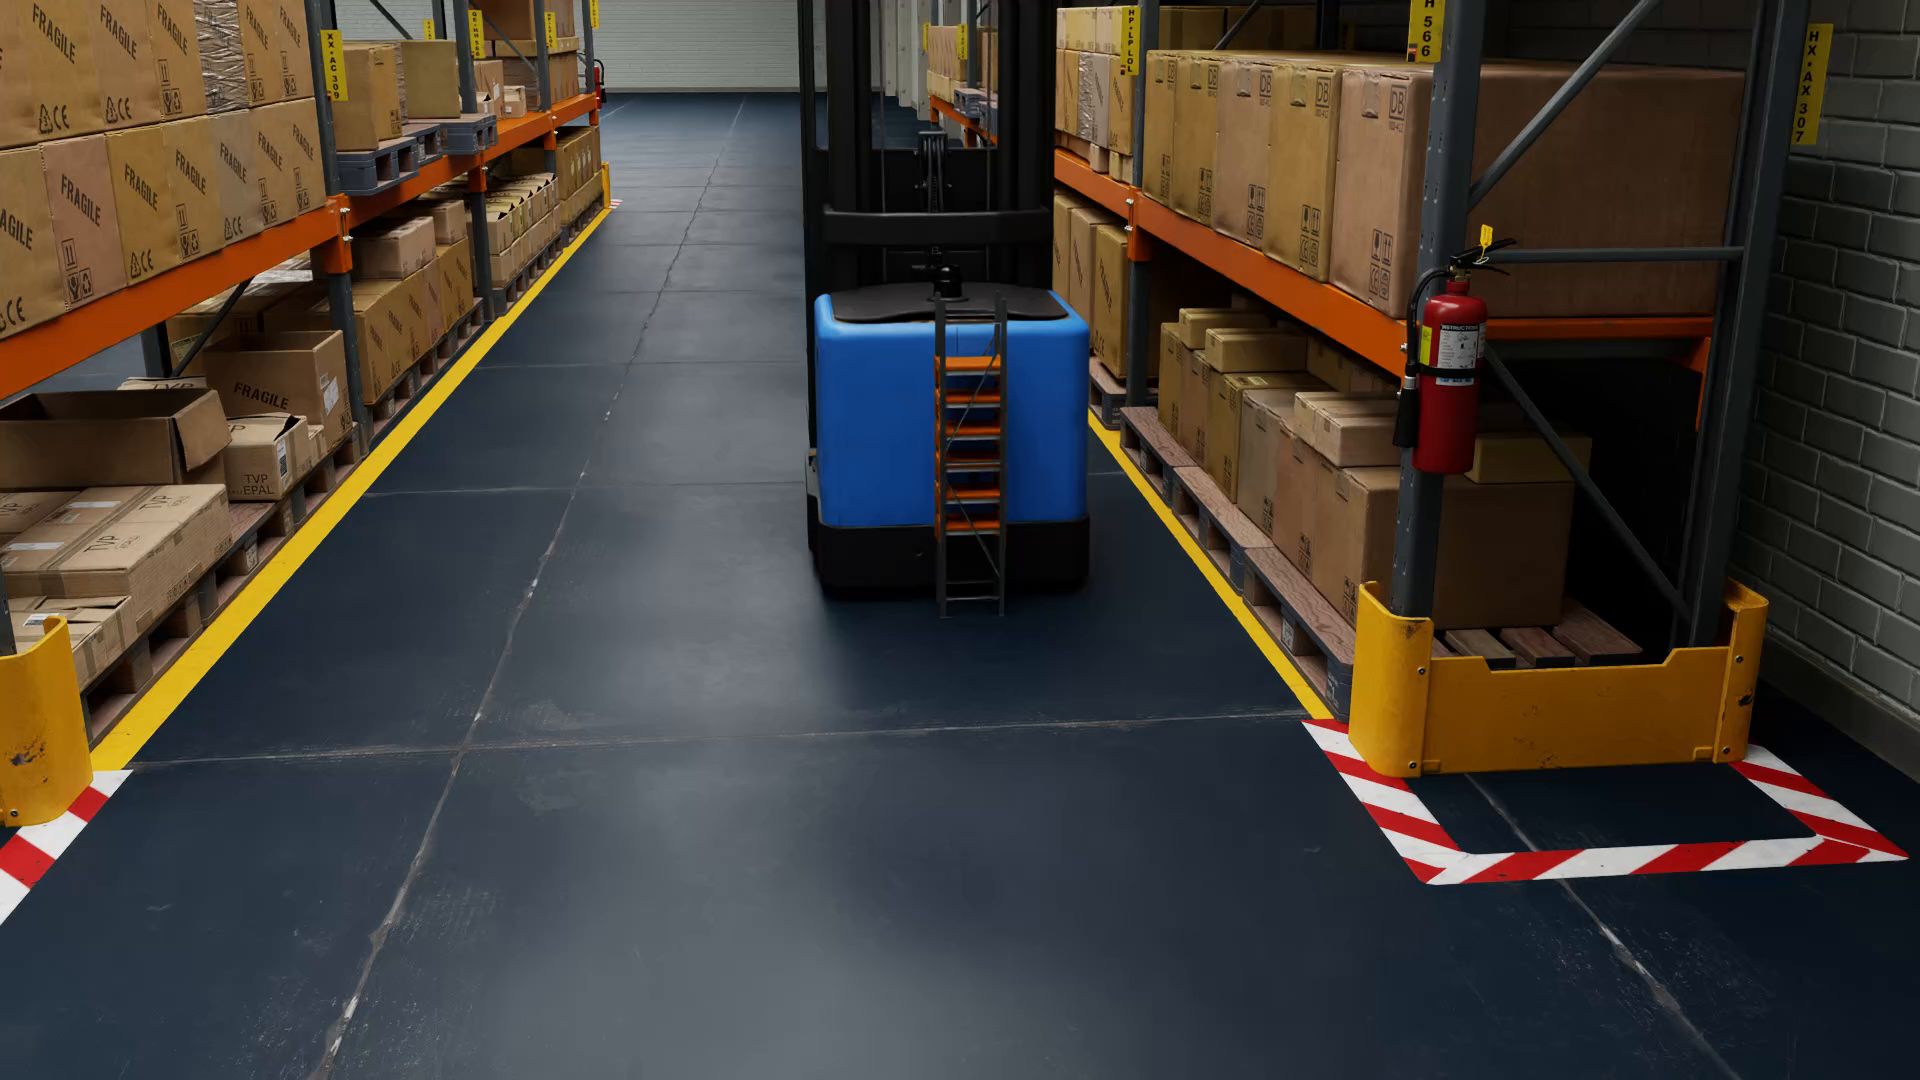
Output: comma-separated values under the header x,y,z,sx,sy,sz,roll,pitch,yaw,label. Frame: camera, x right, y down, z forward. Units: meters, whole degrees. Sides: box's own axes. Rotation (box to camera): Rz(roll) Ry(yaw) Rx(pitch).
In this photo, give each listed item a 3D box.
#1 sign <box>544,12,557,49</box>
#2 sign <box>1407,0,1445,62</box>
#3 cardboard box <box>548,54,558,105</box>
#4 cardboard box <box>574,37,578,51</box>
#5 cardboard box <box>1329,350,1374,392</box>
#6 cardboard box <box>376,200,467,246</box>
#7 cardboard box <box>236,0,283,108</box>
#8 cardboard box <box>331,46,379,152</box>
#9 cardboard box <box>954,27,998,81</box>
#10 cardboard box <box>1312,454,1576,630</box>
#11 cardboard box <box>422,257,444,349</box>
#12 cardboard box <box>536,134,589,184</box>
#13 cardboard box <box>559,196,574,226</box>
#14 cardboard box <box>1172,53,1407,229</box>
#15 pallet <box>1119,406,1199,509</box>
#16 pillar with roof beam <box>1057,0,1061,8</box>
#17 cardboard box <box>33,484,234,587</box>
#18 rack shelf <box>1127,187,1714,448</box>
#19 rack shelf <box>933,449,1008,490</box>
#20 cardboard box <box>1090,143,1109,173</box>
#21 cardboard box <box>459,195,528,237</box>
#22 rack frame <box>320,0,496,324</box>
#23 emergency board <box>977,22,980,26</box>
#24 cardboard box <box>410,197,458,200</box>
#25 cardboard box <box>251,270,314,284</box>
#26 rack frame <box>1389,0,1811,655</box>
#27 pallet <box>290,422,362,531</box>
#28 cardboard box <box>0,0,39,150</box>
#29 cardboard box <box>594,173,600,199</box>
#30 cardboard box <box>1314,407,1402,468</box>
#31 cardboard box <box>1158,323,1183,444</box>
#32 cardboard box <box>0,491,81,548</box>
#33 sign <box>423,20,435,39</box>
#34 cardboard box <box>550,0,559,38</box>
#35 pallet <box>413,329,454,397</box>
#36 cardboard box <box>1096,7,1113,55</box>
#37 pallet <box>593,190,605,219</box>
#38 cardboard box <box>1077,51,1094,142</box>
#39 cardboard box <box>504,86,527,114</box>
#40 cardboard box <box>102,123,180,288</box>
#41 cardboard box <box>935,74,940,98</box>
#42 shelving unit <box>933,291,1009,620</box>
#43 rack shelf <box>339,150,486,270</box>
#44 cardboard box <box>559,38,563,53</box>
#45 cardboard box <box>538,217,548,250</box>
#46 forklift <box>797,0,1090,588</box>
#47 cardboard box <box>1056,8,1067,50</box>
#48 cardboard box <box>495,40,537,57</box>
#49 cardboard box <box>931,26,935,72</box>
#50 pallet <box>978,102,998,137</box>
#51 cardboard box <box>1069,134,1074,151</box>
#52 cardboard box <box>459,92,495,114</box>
x,y,z,sx,sy,sz,roll,pitch,yaw,label
-3.822,-4.755,15.516,0.100,0.325,0.005,-2,18,-6,sign
1.263,-1.453,4.469,0.100,0.325,0.005,-2,18,-6,sign
-4.522,-4.707,16.997,0.700,0.500,0.500,-2,17,-5,cardboard box
-4.516,-5.584,18.706,0.380,0.149,0.250,-1,17,-4,cardboard box
1.711,-0.669,6.691,0.380,0.149,0.250,-2,18,-5,cardboard box
-3.608,-2.116,11.097,0.500,0.250,0.500,-1,17,-4,cardboard box
-3.171,-2.067,6.918,0.500,0.500,0.500,-2,18,-7,cardboard box
-3.362,-2.234,8.416,0.700,0.500,0.500,-8,19,-24,cardboard box
0.210,-4.802,16.431,0.500,0.500,0.500,-2,18,-6,cardboard box
1.632,-0.013,5.684,0.700,0.500,0.500,-2,18,-6,cardboard box
-3.505,-1.465,10.274,0.500,0.500,0.500,-2,18,-8,cardboard box
-4.254,-4.062,17.745,0.500,0.500,0.500,-2,18,-6,cardboard box
-4.107,-3.257,16.434,0.500,0.250,0.500,-2,18,-6,cardboard box
1.501,-1.755,7.259,0.980,0.700,0.700,-2,18,-7,cardboard box
1.392,-0.432,8.202,1.003,0.211,1.213,-2,18,-6,pallet
-3.196,-8.114,18.000,9.100,9.000,0.400,-2,18,-6,pillar with roof beam
-3.000,-0.013,6.066,0.500,0.250,0.500,-2,18,-6,cardboard box
1.597,-1.053,6.723,1.077,0.370,4.000,-2,18,-6,rack shelf
0.038,-0.263,6.161,0.258,0.103,0.180,-2,18,-6,rack shelf
0.958,-2.203,9.574,0.380,0.149,0.250,-2,18,-6,cardboard box
-3.823,-2.659,13.591,0.500,0.311,0.500,-2,18,-7,cardboard box
-3.948,-3.029,11.819,1.000,3.000,0.127,-2,18,-6,rack frame
0.250,-7.910,27.365,0.194,1.169,0.643,-2,18,-6,emergency board
-4.357,-2.639,13.528,0.500,0.311,0.500,-2,18,-6,cardboard box
-3.966,-1.290,9.717,0.500,0.500,0.500,-2,17,-5,cardboard box
1.804,-0.800,4.718,1.000,3.000,0.127,-2,18,-6,rack frame
-3.466,-0.302,7.789,1.003,0.211,1.213,-2,18,-6,pallet
-2.907,-1.311,4.509,0.500,0.500,0.500,-1,17,-4,cardboard box
-4.361,-4.002,18.806,0.500,0.250,0.500,-2,18,-6,cardboard box
1.438,-0.355,5.690,0.380,0.149,0.250,-2,18,-6,cardboard box
1.366,-0.774,8.105,0.700,0.500,0.500,-2,17,-5,cardboard box
-3.492,0.018,5.969,0.500,0.250,0.500,-2,18,-6,cardboard box
-4.913,-4.654,15.417,0.100,0.325,0.005,-2,18,-6,sign
-4.568,-5.468,17.255,0.700,0.500,0.500,-2,18,-6,cardboard box
-3.786,-1.113,10.369,1.003,0.211,1.213,-2,18,-6,pallet
1.045,-2.833,9.243,0.500,0.250,0.500,-1,17,-4,cardboard box
-4.653,-3.856,19.107,1.003,0.211,1.213,-2,18,-6,pallet
0.987,-2.622,9.825,0.500,0.500,0.500,-2,18,-6,cardboard box
-4.267,-4.004,15.174,0.500,0.250,0.500,-1,17,-2,cardboard box
-3.014,-1.137,5.624,0.500,0.500,0.500,-2,18,-6,cardboard box
0.002,-5.044,18.451,0.500,0.250,0.500,-2,18,-7,cardboard box
0.038,-0.306,6.148,0.258,1.200,0.189,-2,18,-6,shelving unit
-3.742,-2.090,10.028,1.077,0.370,4.000,-2,18,-6,rack shelf
-4.382,-5.200,17.483,0.380,0.149,0.250,-2,18,-6,cardboard box
-3.926,-2.692,14.633,0.500,0.250,0.500,-1,17,-4,cardboard box
-0.163,-1.611,7.415,1.130,2.935,3.031,-2,18,-6,forklift
0.881,-3.288,10.695,0.500,0.250,0.500,-2,18,-5,cardboard box
-4.196,-4.664,15.777,0.380,0.149,0.250,-2,18,-6,cardboard box
-0.055,-5.564,18.856,0.500,0.500,0.500,-2,18,-5,cardboard box
0.799,-3.301,13.004,1.213,0.211,1.003,-2,18,-6,pallet
0.927,-2.663,11.037,0.380,0.149,0.250,-1,17,-4,cardboard box
-3.848,-3.259,12.700,0.500,0.311,0.500,-2,18,-6,cardboard box
